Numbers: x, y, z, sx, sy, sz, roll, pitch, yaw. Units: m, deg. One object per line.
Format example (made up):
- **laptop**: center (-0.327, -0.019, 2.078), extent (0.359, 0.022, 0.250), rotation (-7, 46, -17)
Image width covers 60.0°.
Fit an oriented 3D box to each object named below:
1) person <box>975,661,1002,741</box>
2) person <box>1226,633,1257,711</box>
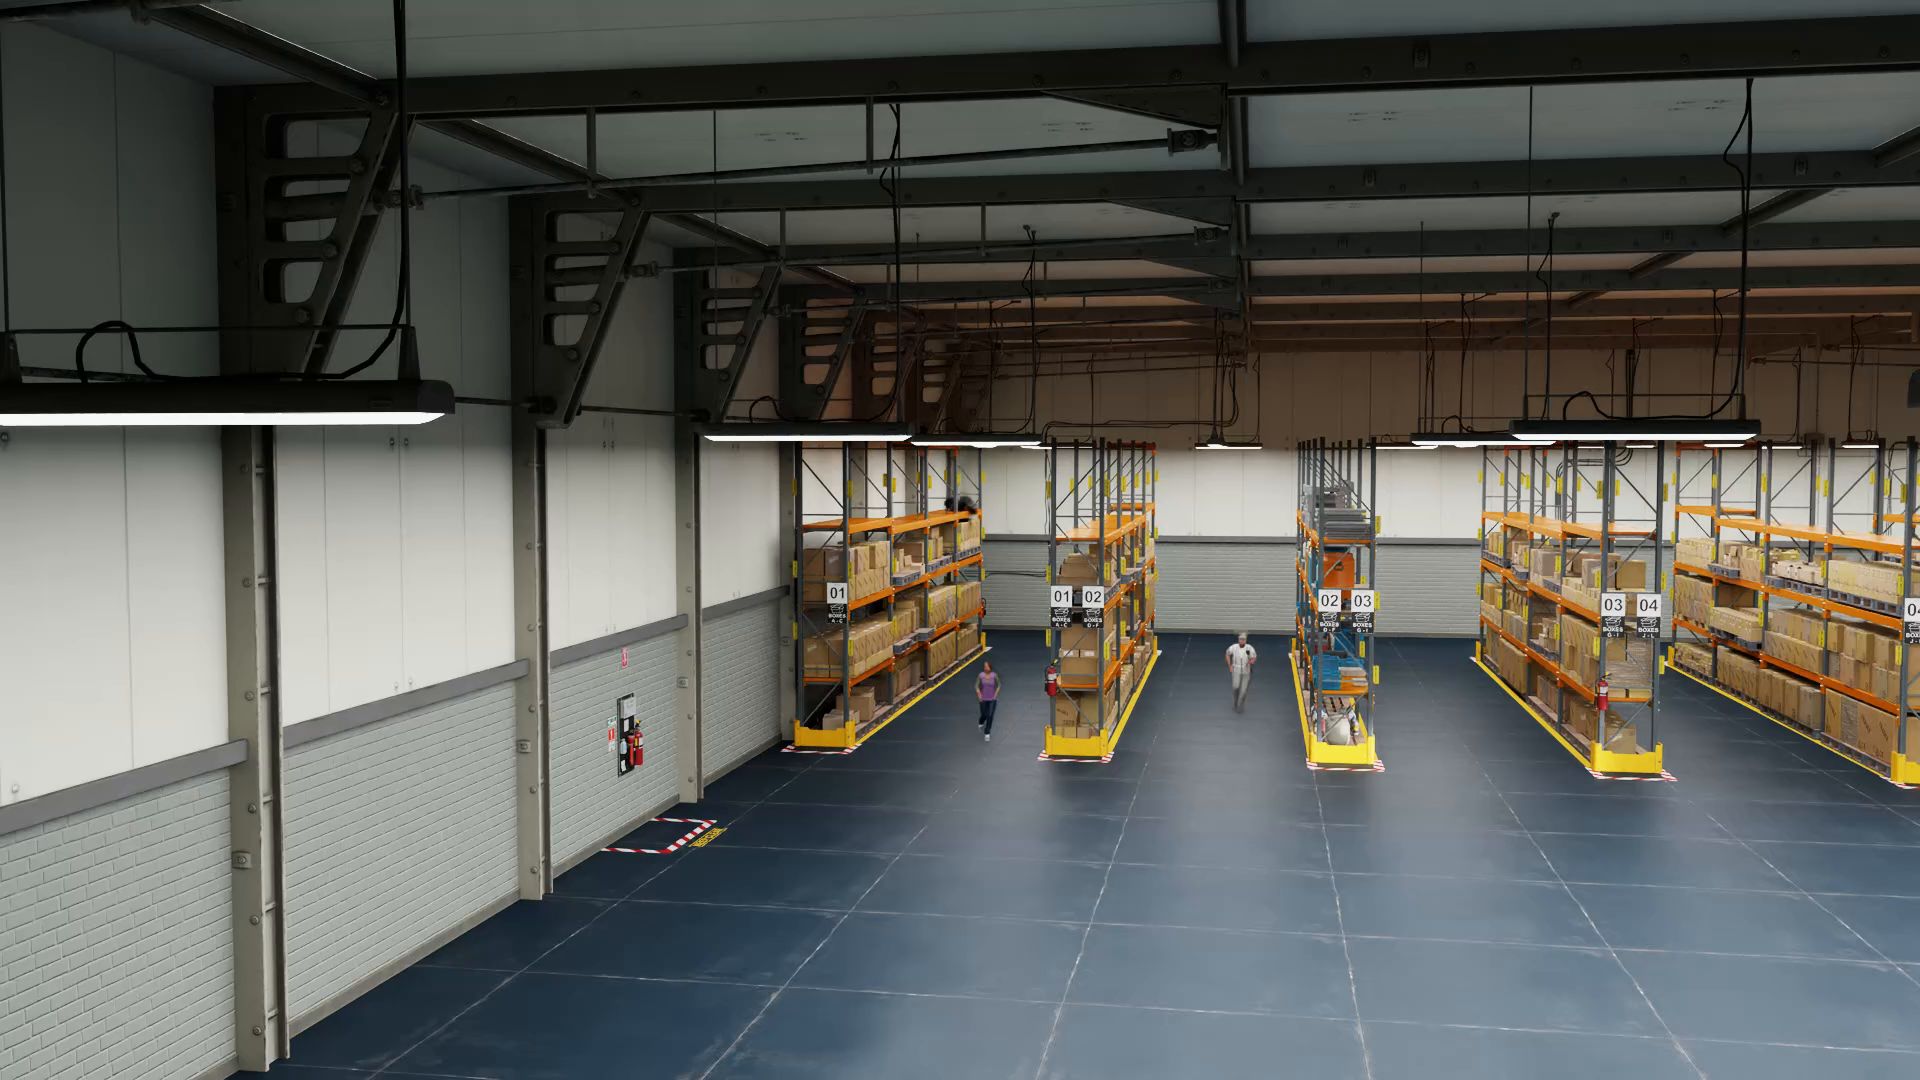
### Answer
- **person**: center (0.565, 3.196, 33.190), extent (0.533, 1.573, 0.588), rotation (0, 3, -1)
- **person**: center (6.201, 2.904, 36.629), extent (0.654, 1.748, 0.698), rotation (0, 3, 5)
